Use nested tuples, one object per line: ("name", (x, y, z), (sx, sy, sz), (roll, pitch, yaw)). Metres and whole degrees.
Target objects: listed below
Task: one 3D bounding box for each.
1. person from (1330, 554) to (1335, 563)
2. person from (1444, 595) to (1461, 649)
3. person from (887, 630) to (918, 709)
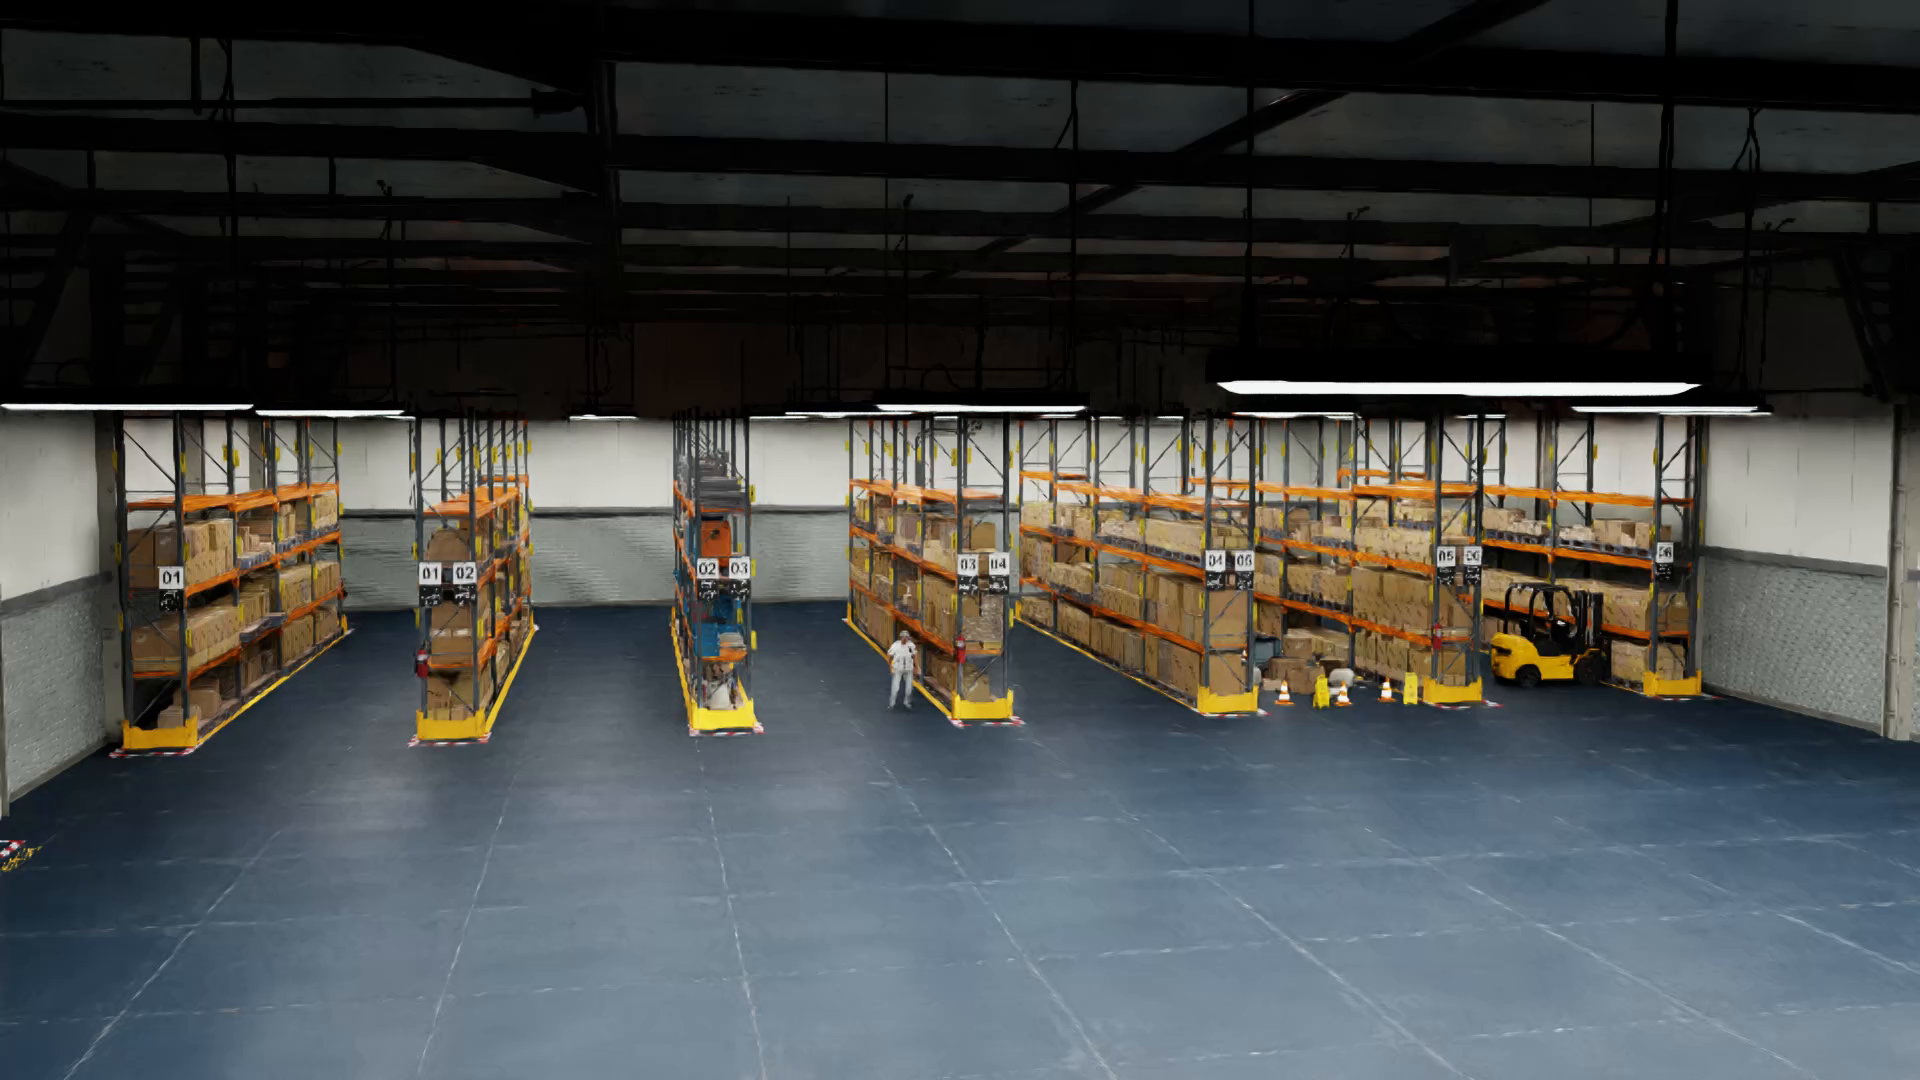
("person", (11.779, 1.180, 51.751), (0.559, 1.745, 0.653), (-3, 5, -39))
("person", (11.971, 1.985, 40.620), (0.571, 1.666, 0.553), (1, 4, 15))
("person", (-1.138, 2.576, 33.065), (0.625, 1.611, 0.575), (-1, 4, -13))
